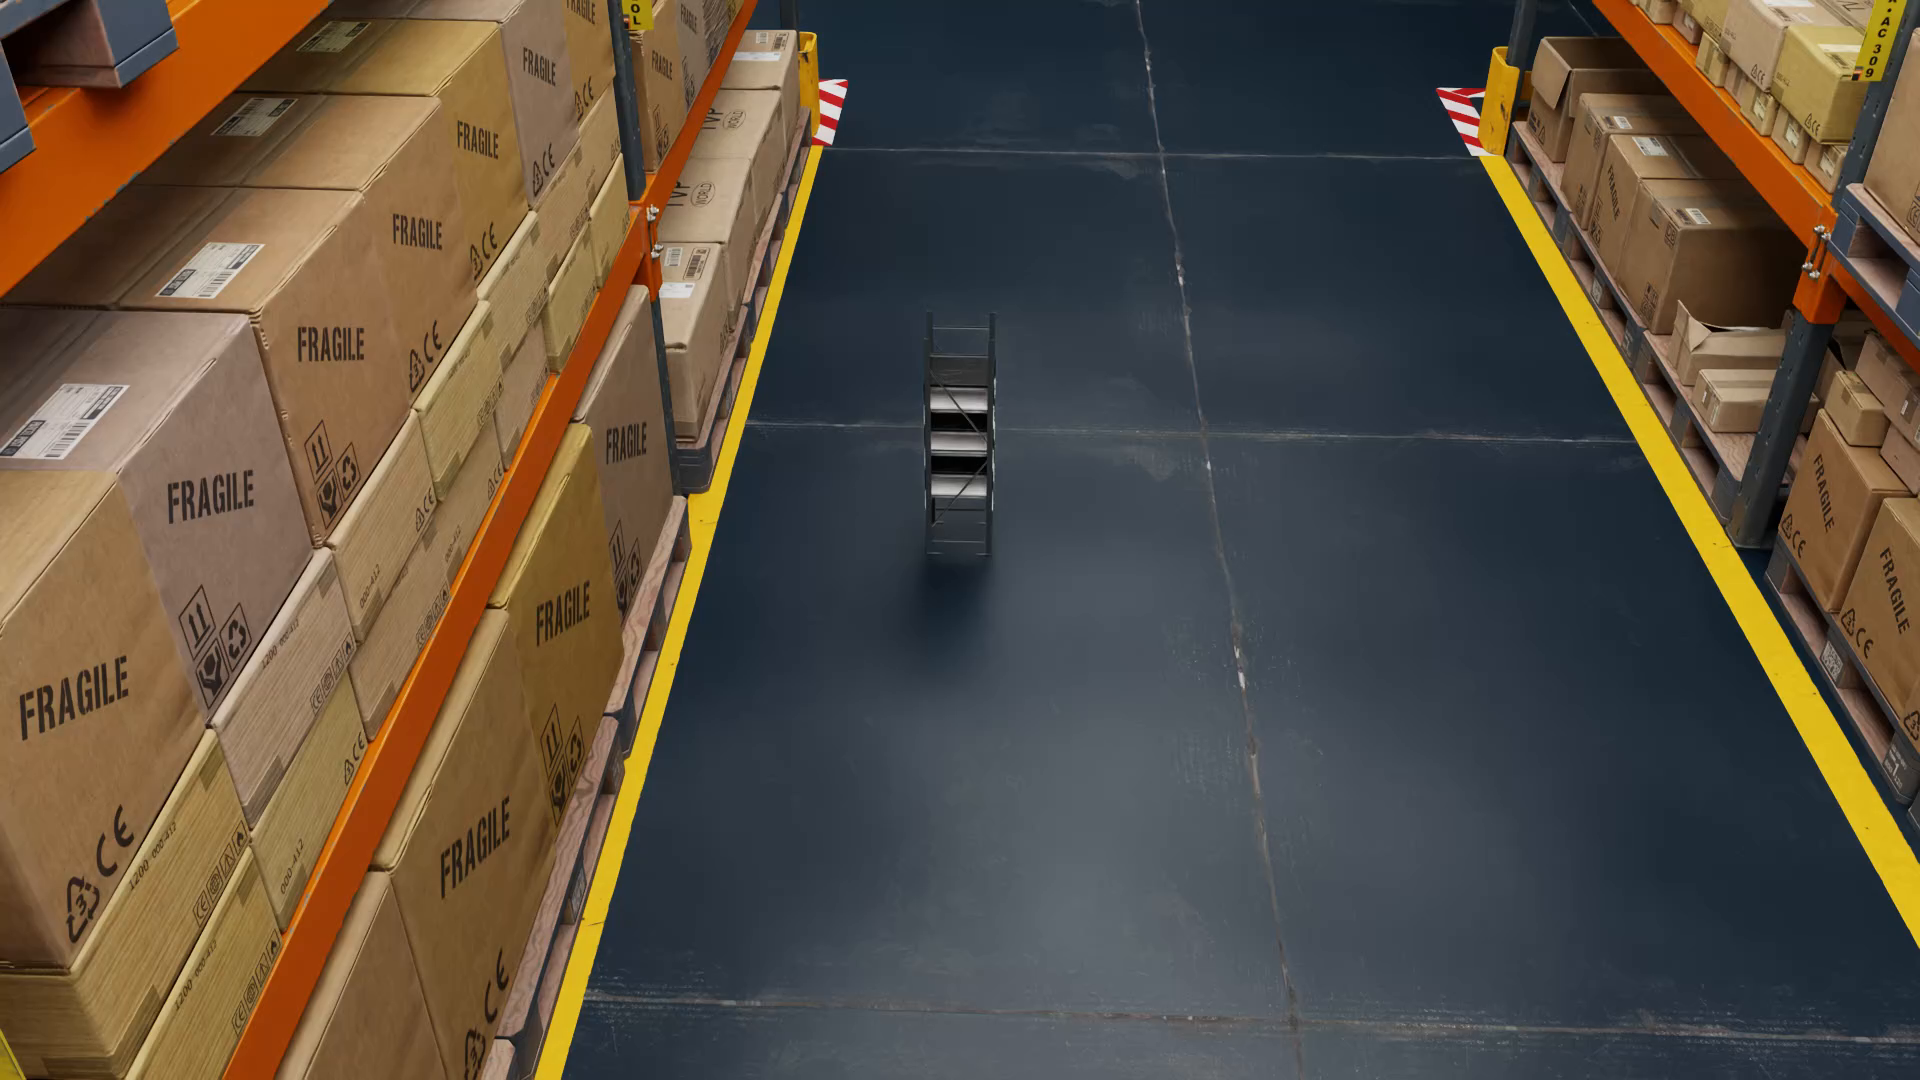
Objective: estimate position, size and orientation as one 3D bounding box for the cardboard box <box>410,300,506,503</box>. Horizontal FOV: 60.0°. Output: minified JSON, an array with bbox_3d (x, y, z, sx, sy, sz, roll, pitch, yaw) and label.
[{"bbox_3d":[-1.374,-0.331,3.808,0.500,0.250,0.500,2,35,3],"label":"cardboard box"}]

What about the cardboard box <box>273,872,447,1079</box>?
[{"bbox_3d":[-1.618,1.274,3.311,0.875,0.875,0.875,1,35,1],"label":"cardboard box"}]

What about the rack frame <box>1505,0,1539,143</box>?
[{"bbox_3d":[3.552,-3.512,8.639,1.000,3.000,0.127,1,35,2],"label":"rack frame"}]

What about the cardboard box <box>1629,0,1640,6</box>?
[{"bbox_3d":[3.164,-2.488,7.400,0.380,0.149,0.250,0,35,1],"label":"cardboard box"}]

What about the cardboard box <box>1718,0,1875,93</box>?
[{"bbox_3d":[3.174,-1.861,6.161,0.500,0.250,0.500,1,35,2],"label":"cardboard box"}]

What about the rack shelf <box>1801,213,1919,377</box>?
[{"bbox_3d":[3.311,0.229,3.941,1.077,0.370,4.000,1,35,2],"label":"rack shelf"}]

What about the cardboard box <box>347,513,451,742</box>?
[{"bbox_3d":[-1.428,0.161,3.543,0.500,0.250,0.500,2,35,3],"label":"cardboard box"}]

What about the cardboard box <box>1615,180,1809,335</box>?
[{"bbox_3d":[3.318,-1.226,7.194,0.700,0.500,0.500,0,35,0],"label":"cardboard box"}]

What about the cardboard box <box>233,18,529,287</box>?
[{"bbox_3d":[-1.388,-0.926,4.002,0.500,0.500,0.500,2,35,3],"label":"cardboard box"}]

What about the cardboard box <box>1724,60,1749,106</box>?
[{"bbox_3d":[3.165,-1.751,6.351,0.380,0.149,0.250,2,35,3],"label":"cardboard box"}]

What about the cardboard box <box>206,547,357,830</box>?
[{"bbox_3d":[-1.440,0.246,2.987,0.500,0.250,0.500,2,35,3],"label":"cardboard box"}]

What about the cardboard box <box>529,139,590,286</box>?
[{"bbox_3d":[-1.355,-0.924,4.651,0.500,0.250,0.500,2,35,3],"label":"cardboard box"}]

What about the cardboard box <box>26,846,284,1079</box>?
[{"bbox_3d":[-1.458,0.757,2.694,0.500,0.250,0.500,1,35,1],"label":"cardboard box"}]

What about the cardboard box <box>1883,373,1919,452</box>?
[{"bbox_3d":[3.149,-0.400,5.196,0.380,0.149,0.250,0,35,0],"label":"cardboard box"}]

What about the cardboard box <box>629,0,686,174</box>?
[{"bbox_3d":[-1.288,-1.631,5.875,0.500,0.500,0.500,2,35,3],"label":"cardboard box"}]

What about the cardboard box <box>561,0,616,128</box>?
[{"bbox_3d":[-1.335,-1.514,4.839,0.500,0.500,0.500,2,35,3],"label":"cardboard box"}]

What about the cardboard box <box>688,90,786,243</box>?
[{"bbox_3d":[-1.362,-1.841,8.124,0.875,0.438,0.875,2,35,3],"label":"cardboard box"}]

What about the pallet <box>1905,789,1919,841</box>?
[{"bbox_3d":[3.351,1.098,4.505,1.003,0.211,1.213,1,35,2],"label":"pallet"}]

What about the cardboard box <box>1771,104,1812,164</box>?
[{"bbox_3d":[3.141,-1.451,5.924,0.380,0.149,0.250,2,35,3],"label":"cardboard box"}]

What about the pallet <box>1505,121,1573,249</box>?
[{"bbox_3d":[3.518,-1.870,8.727,1.003,0.211,1.213,1,35,2],"label":"pallet"}]

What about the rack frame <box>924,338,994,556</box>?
[{"bbox_3d":[-0.004,-0.314,5.915,0.240,0.900,0.006,1,35,2],"label":"rack frame"}]

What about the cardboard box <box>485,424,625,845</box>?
[{"bbox_3d":[-1.542,0.248,4.771,0.875,0.875,0.875,2,35,3],"label":"cardboard box"}]

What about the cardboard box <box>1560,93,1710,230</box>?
[{"bbox_3d":[3.360,-1.822,8.043,0.700,0.500,0.500,3,35,4],"label":"cardboard box"}]

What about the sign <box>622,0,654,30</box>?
[{"bbox_3d":[-1.025,-1.761,5.209,0.100,0.325,0.005,1,35,2],"label":"sign"}]

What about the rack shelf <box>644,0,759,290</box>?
[{"bbox_3d":[-1.488,-2.181,7.371,1.077,0.370,4.000,1,35,2],"label":"rack shelf"}]

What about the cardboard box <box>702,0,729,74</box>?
[{"bbox_3d":[-1.237,-2.206,6.693,0.500,0.500,0.500,2,35,2],"label":"cardboard box"}]

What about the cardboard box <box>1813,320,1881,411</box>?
[{"bbox_3d":[3.654,-0.660,6.554,0.500,0.311,0.500,3,35,4],"label":"cardboard box"}]

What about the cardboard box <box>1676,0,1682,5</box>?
[{"bbox_3d":[3.229,-2.443,6.989,0.500,0.250,0.500,0,35,1],"label":"cardboard box"}]

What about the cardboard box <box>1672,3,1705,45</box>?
[{"bbox_3d":[3.232,-2.187,6.971,0.380,0.149,0.250,1,35,2],"label":"cardboard box"}]

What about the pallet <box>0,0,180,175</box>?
[{"bbox_3d":[-1.756,-0.550,1.979,1.213,0.211,1.003,3,35,4],"label":"pallet"}]

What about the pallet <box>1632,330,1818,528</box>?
[{"bbox_3d":[3.420,-0.468,6.732,1.003,0.211,1.213,1,35,2],"label":"pallet"}]

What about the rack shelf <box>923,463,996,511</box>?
[{"bbox_3d":[0.000,-0.198,6.121,0.258,0.077,0.200,1,35,2],"label":"rack shelf"}]

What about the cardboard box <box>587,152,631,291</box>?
[{"bbox_3d":[-1.334,-1.002,5.197,0.500,0.250,0.500,1,35,1],"label":"cardboard box"}]

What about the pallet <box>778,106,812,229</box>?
[{"bbox_3d":[-1.361,-2.023,8.945,1.003,0.211,1.213,1,35,2],"label":"pallet"}]

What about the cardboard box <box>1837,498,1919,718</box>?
[{"bbox_3d":[3.136,0.216,5.143,0.500,0.500,0.500,1,35,1],"label":"cardboard box"}]

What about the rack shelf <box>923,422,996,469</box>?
[{"bbox_3d":[0.000,-0.346,6.017,0.258,0.077,0.200,1,35,2],"label":"rack shelf"}]

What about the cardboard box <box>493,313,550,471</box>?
[{"bbox_3d":[-1.395,-0.420,4.369,0.500,0.250,0.500,0,35,1],"label":"cardboard box"}]

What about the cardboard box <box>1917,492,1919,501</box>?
[{"bbox_3d":[3.179,-0.120,5.057,0.380,0.149,0.250,0,35,-1],"label":"cardboard box"}]

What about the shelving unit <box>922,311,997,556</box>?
[{"bbox_3d":[0.000,-0.373,5.998,0.258,0.900,0.210,1,35,2],"label":"shelving unit"}]

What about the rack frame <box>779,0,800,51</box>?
[{"bbox_3d":[-1.407,-3.625,8.799,1.000,3.000,0.127,1,35,2],"label":"rack frame"}]

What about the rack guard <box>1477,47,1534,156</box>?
[{"bbox_3d":[3.549,-2.446,9.296,1.175,0.500,0.348,1,35,2],"label":"rack guard"}]

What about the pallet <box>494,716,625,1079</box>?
[{"bbox_3d":[-1.570,0.962,4.698,1.003,0.211,1.213,1,35,2],"label":"pallet"}]

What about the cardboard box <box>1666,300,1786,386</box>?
[{"bbox_3d":[3.135,-0.799,6.791,0.396,0.266,0.258,3,35,4],"label":"cardboard box"}]

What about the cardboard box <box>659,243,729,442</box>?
[{"bbox_3d":[-1.436,-0.808,6.655,0.875,0.438,0.875,1,35,1],"label":"cardboard box"}]

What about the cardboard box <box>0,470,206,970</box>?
[{"bbox_3d":[-1.465,0.244,2.338,0.500,0.500,0.500,0,35,0],"label":"cardboard box"}]

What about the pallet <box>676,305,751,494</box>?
[{"bbox_3d":[-1.459,-0.621,6.950,1.003,0.211,1.213,1,35,2],"label":"pallet"}]

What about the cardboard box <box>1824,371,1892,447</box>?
[{"bbox_3d":[3.112,-0.429,5.496,0.380,0.149,0.250,3,35,4],"label":"cardboard box"}]

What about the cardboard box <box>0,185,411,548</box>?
[{"bbox_3d":[-1.418,-0.338,3.166,0.500,0.500,0.500,2,35,3],"label":"cardboard box"}]

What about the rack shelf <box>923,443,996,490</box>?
[{"bbox_3d":[0.000,-0.272,6.069,0.258,0.077,0.200,1,35,2],"label":"rack shelf"}]
